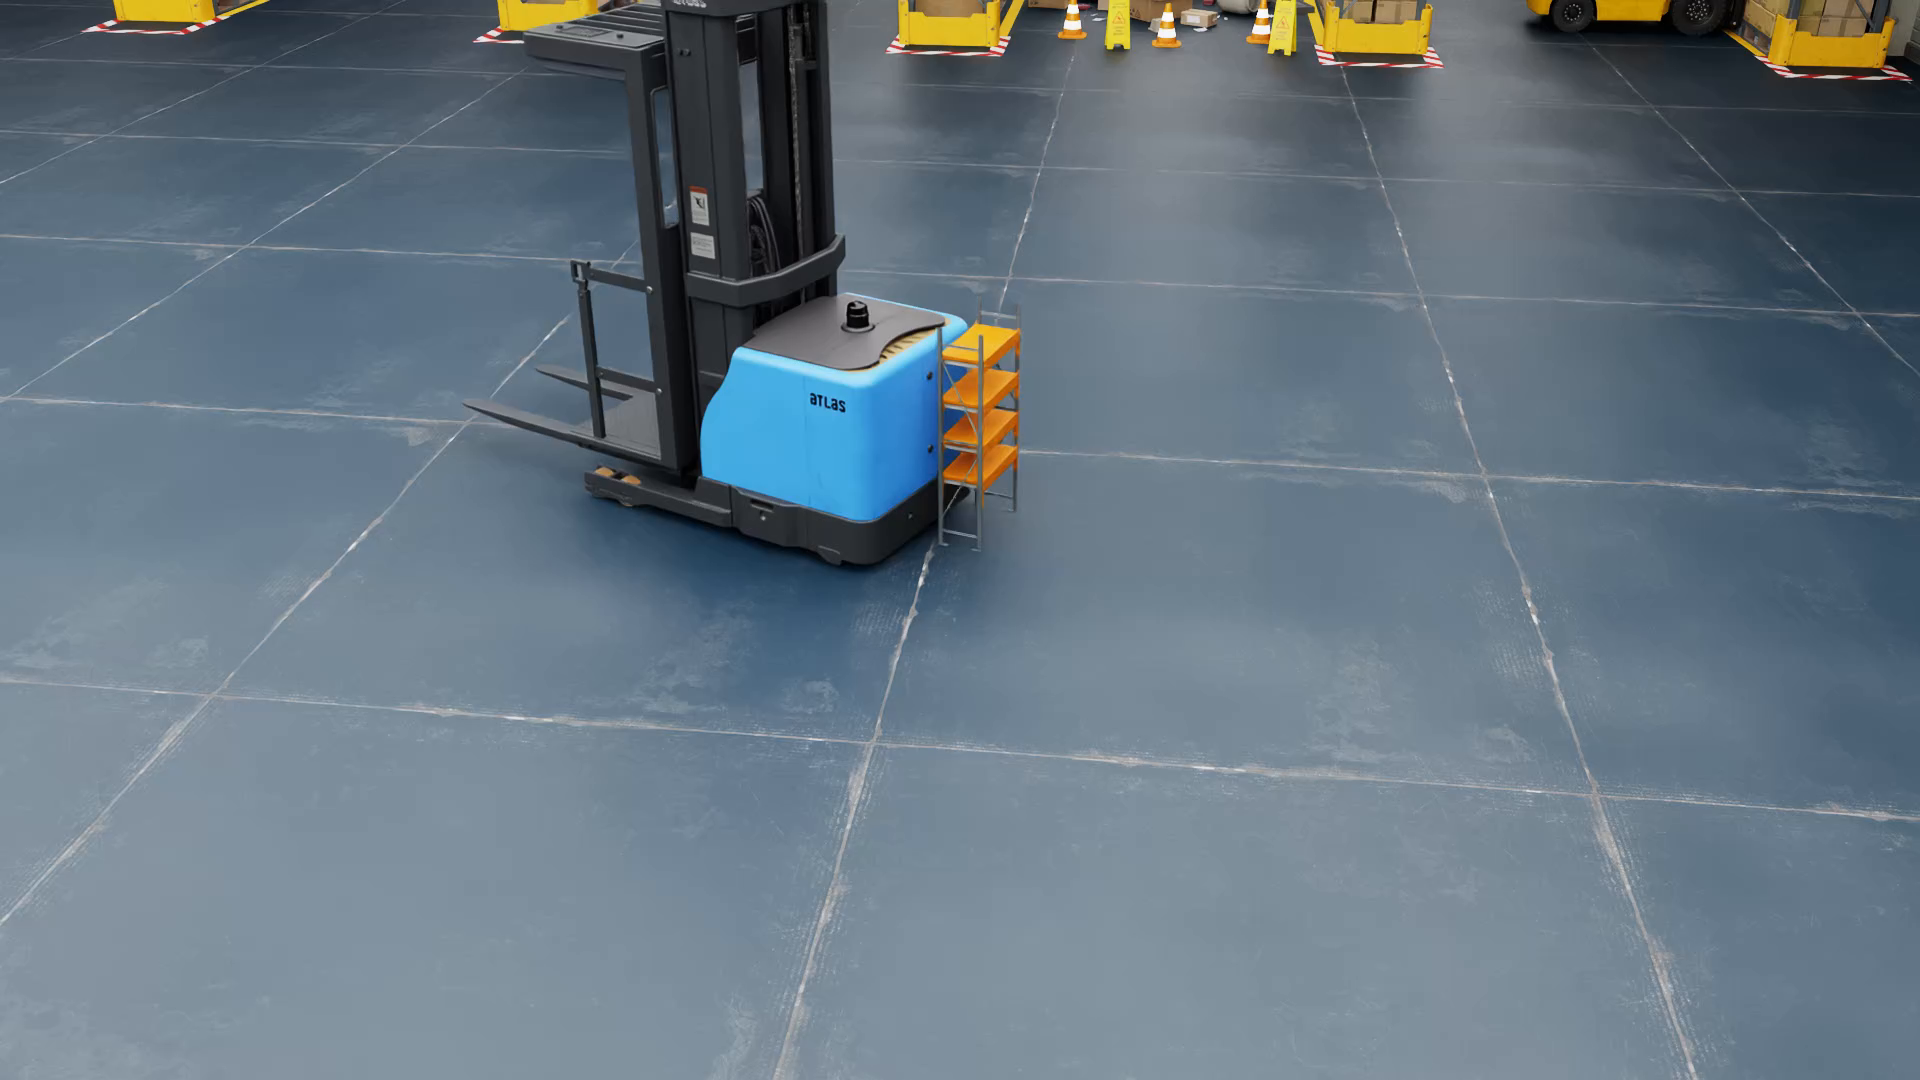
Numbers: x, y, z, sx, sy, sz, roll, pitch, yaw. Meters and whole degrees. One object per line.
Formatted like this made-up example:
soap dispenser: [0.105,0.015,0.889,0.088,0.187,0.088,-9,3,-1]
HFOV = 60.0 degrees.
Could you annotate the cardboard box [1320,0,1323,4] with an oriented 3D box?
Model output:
cardboard box: [4.765,-6.840,20.740,0.500,0.250,0.500,2,28,4]

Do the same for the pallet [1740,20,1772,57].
pallet: [9.782,-5.827,19.344,1.003,0.211,1.213,3,28,6]

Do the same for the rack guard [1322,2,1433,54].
rack guard: [4.813,-5.915,19.201,1.175,0.500,0.348,3,28,6]

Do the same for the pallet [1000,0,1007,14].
pallet: [0.051,-6.945,21.419,1.003,0.211,1.213,3,28,6]

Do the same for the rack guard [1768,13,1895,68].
rack guard: [9.727,-5.581,18.582,1.175,0.500,0.348,3,28,6]

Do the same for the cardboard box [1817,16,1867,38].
cardboard box: [9.984,-5.887,18.971,0.500,0.250,0.500,3,29,6]

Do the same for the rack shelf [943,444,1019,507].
rack shelf: [0.100,-0.359,8.712,0.258,0.148,0.480,12,30,21]

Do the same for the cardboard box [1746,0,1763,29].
cardboard box: [9.545,-6.140,19.441,0.500,0.250,0.500,3,28,6]

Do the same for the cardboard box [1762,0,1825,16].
cardboard box: [9.480,-6.134,18.903,0.500,0.250,0.500,3,28,6]

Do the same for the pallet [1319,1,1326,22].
pallet: [5.099,-6.740,21.039,1.003,0.211,1.213,3,28,6]

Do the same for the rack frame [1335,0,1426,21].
rack frame: [4.803,-6.979,18.542,1.000,3.000,0.127,3,28,6]

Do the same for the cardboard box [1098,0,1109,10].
cardboard box: [1.986,-6.982,21.431,0.396,0.266,0.258,8,29,15]

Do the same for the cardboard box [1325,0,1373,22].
cardboard box: [4.638,-6.361,19.851,0.500,0.250,0.500,3,28,6]

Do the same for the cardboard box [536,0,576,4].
cardboard box: [-4.939,-6.933,20.648,0.500,0.500,0.500,9,30,16]

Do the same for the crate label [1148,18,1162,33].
crate label: [2.467,-6.275,20.252,0.250,0.136,0.298,-11,30,-20]

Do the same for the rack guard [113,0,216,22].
rack guard: [-9.985,-6.781,20.810,1.175,0.500,0.348,3,28,6]

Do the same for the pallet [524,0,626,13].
pallet: [-4.888,-6.744,21.045,1.003,0.211,1.213,3,28,6]

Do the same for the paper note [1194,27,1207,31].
paper note: [2.944,-6.233,20.287,0.148,0.019,0.142,-6,29,-11]

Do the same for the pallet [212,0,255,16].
pallet: [-9.880,-7.036,21.588,1.003,0.211,1.213,3,28,6]

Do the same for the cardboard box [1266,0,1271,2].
cardboard box: [3.812,-7.337,21.840,0.500,0.500,0.500,-24,36,-37]

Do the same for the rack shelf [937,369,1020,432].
rack shelf: [0.100,-0.731,8.512,0.258,0.148,0.480,12,30,21]

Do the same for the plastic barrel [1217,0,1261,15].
plastic barrel: [3.554,-6.905,21.121,0.421,0.421,0.512,-24,36,-37]

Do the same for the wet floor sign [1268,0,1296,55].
wet floor sign: [3.718,-5.916,19.050,0.267,0.644,0.232,14,31,24]

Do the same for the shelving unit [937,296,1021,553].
shelving unit: [0.100,-0.593,8.586,0.258,1.200,0.503,12,30,21]

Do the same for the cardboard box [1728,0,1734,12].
cardboard box: [9.656,-6.621,20.333,0.500,0.250,0.500,4,29,8]

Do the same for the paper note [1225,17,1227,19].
paper note: [3.344,-6.561,20.918,0.032,0.001,0.123,3,28,6]

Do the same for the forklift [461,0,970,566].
forklift: [-1.471,-1.669,8.757,3.031,2.935,1.130,16,32,27]

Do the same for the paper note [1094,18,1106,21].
paper note: [1.750,-6.531,20.843,0.144,0.017,0.142,14,31,24]

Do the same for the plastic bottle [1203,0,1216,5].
plastic bottle: [3.274,-7.070,21.809,0.133,0.061,0.283,8,29,15]

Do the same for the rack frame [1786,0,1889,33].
rack frame: [9.730,-6.693,18.010,1.000,3.000,0.127,3,28,6]

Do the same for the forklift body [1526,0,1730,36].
forklift body: [8.152,-7.318,20.065,2.313,2.155,1.214,3,28,6]

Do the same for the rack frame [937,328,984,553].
rack frame: [0.002,-0.487,8.390,0.240,1.200,0.015,12,30,21]

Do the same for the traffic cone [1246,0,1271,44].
traffic cone: [3.576,-6.140,19.659,0.336,0.463,0.334,3,28,6]
